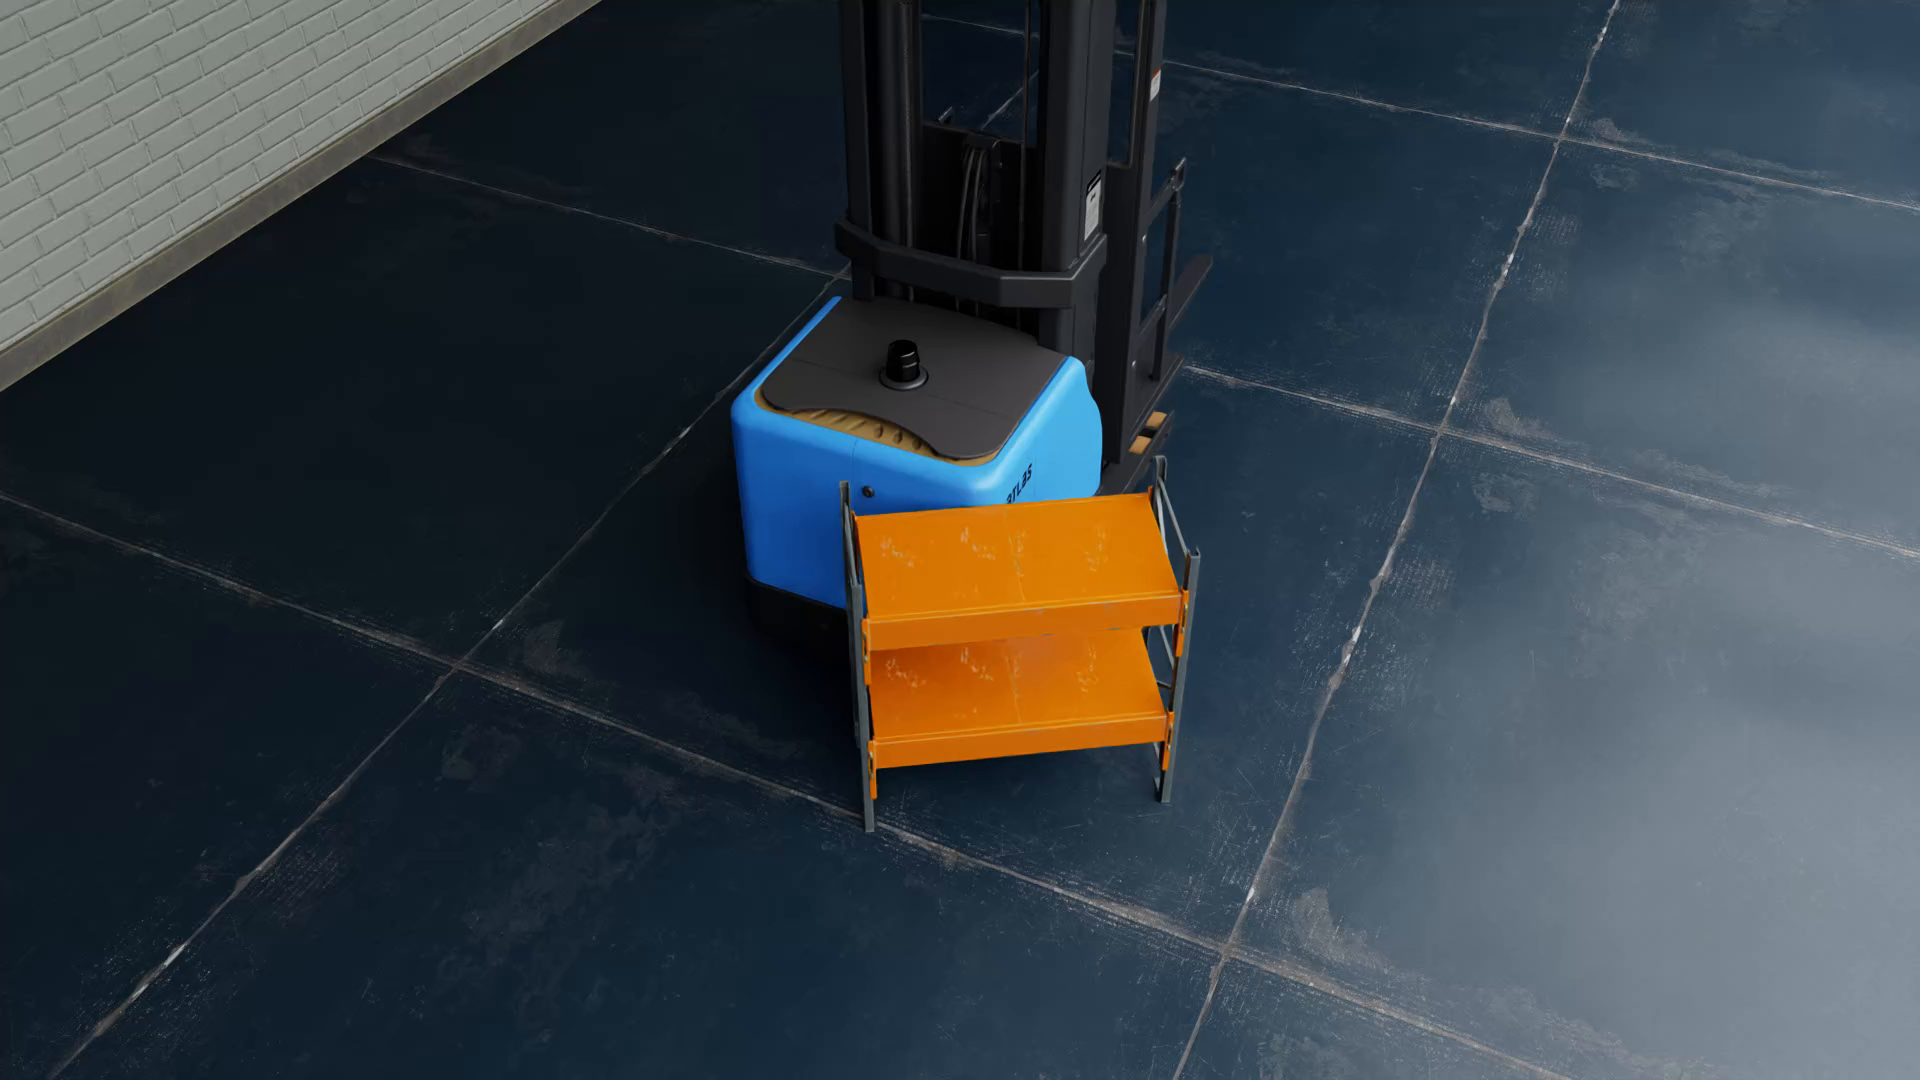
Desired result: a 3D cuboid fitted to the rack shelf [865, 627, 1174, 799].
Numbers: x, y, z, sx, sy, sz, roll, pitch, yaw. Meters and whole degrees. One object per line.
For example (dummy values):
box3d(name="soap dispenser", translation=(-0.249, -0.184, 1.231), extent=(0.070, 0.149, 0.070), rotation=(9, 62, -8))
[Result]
box3d(name="rack shelf", translation=(0.169, 0.543, 5.639), extent=(1.000, 0.278, 0.538), rotation=(-5, 41, -6))

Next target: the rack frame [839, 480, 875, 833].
box3d(name="rack frame", translation=(-0.335, 0.400, 5.430), extent=(0.032, 1.125, 0.500), rotation=(-5, 41, -6))

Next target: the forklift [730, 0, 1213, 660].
box3d(name="forklift", translation=(0.274, -1.496, 6.238), extent=(1.130, 2.935, 3.031), rotation=(17, 44, 18))

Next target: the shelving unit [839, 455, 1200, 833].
box3d(name="shelving unit", translation=(0.169, 0.358, 5.478), extent=(1.048, 1.125, 0.538), rotation=(-5, 41, -6))

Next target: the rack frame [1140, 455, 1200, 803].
box3d(name="rack frame", translation=(0.673, 0.315, 5.527), extent=(0.032, 1.125, 0.500), rotation=(-5, 41, -6))

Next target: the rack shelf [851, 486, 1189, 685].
box3d(name="rack shelf", translation=(0.169, 0.137, 5.287), extent=(1.000, 0.278, 0.538), rotation=(-5, 41, -6))
